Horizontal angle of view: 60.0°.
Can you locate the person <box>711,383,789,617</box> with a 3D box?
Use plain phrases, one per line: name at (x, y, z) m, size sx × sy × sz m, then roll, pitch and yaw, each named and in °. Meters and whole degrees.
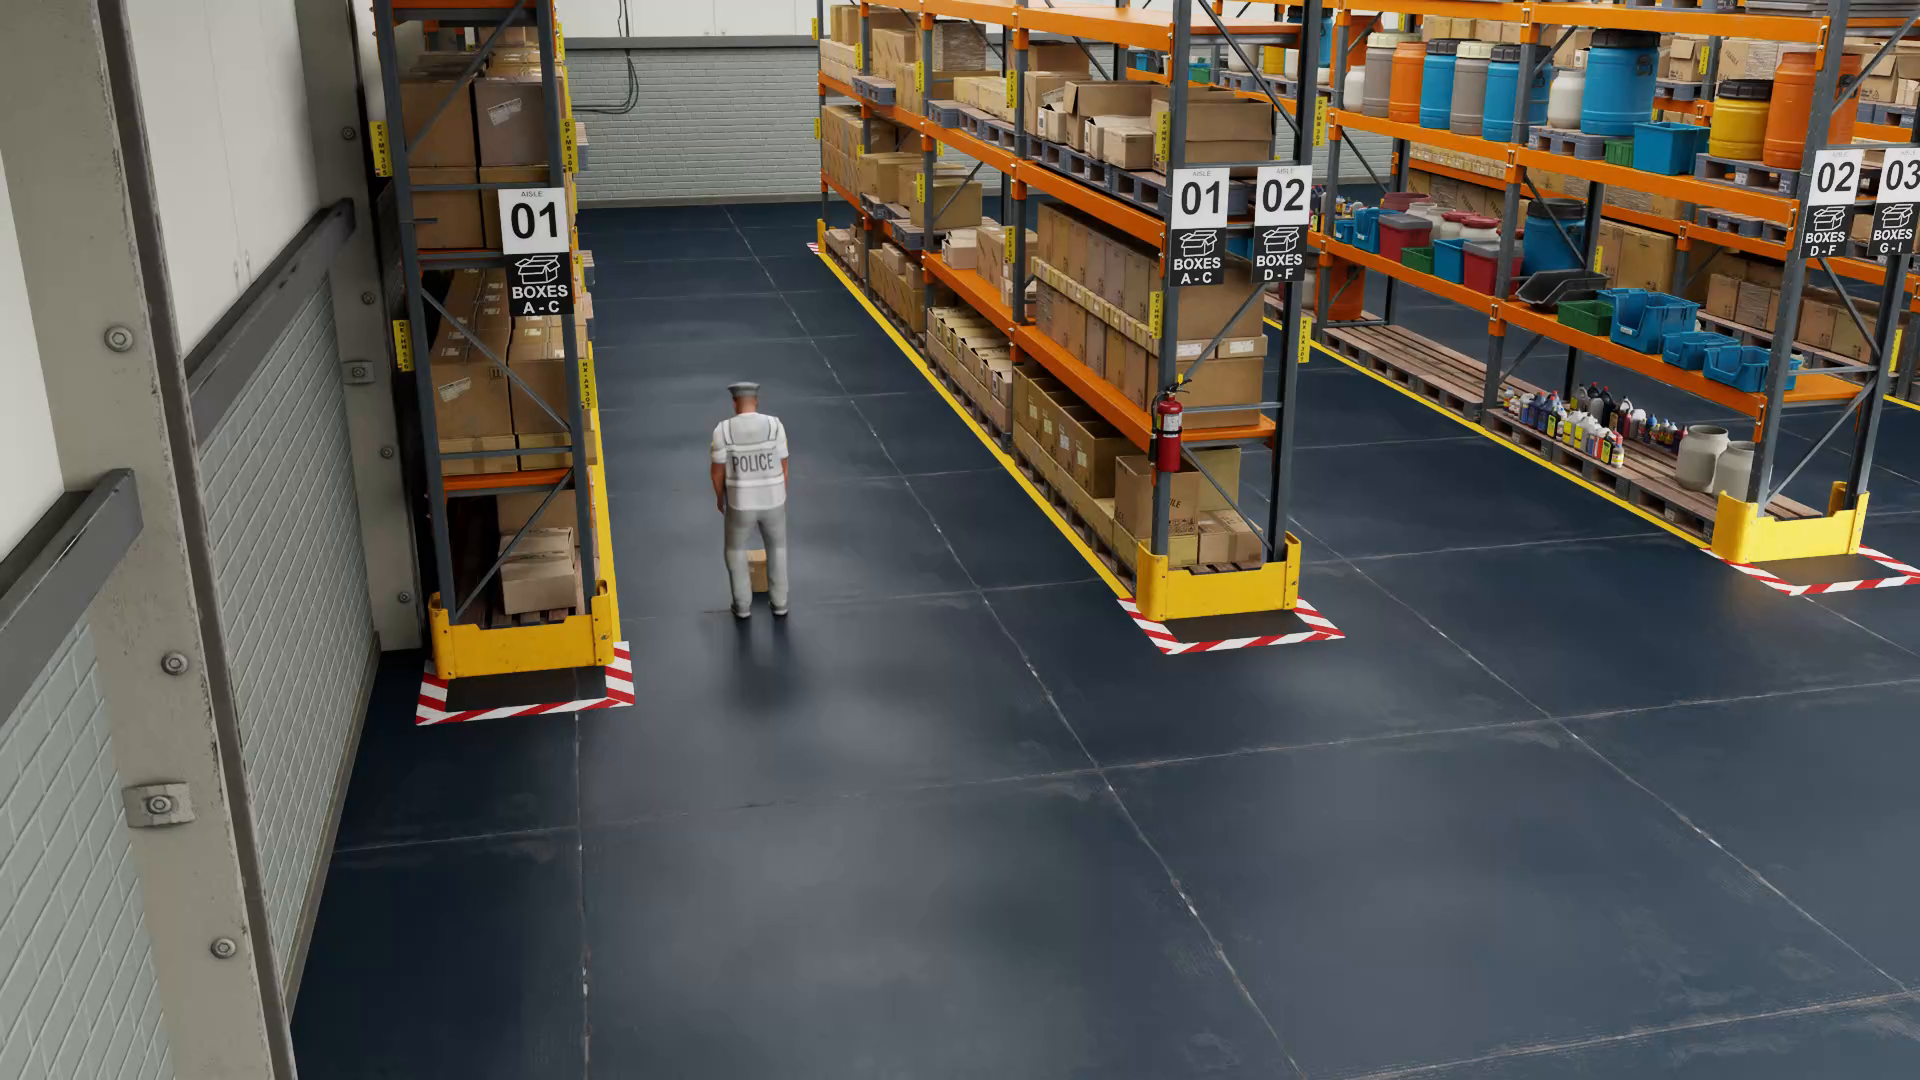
person at (-1.498, -0.277, 11.925) m, size 0.554 × 1.710 × 0.475 m, roll -4°, pitch 20°, yaw -11°
